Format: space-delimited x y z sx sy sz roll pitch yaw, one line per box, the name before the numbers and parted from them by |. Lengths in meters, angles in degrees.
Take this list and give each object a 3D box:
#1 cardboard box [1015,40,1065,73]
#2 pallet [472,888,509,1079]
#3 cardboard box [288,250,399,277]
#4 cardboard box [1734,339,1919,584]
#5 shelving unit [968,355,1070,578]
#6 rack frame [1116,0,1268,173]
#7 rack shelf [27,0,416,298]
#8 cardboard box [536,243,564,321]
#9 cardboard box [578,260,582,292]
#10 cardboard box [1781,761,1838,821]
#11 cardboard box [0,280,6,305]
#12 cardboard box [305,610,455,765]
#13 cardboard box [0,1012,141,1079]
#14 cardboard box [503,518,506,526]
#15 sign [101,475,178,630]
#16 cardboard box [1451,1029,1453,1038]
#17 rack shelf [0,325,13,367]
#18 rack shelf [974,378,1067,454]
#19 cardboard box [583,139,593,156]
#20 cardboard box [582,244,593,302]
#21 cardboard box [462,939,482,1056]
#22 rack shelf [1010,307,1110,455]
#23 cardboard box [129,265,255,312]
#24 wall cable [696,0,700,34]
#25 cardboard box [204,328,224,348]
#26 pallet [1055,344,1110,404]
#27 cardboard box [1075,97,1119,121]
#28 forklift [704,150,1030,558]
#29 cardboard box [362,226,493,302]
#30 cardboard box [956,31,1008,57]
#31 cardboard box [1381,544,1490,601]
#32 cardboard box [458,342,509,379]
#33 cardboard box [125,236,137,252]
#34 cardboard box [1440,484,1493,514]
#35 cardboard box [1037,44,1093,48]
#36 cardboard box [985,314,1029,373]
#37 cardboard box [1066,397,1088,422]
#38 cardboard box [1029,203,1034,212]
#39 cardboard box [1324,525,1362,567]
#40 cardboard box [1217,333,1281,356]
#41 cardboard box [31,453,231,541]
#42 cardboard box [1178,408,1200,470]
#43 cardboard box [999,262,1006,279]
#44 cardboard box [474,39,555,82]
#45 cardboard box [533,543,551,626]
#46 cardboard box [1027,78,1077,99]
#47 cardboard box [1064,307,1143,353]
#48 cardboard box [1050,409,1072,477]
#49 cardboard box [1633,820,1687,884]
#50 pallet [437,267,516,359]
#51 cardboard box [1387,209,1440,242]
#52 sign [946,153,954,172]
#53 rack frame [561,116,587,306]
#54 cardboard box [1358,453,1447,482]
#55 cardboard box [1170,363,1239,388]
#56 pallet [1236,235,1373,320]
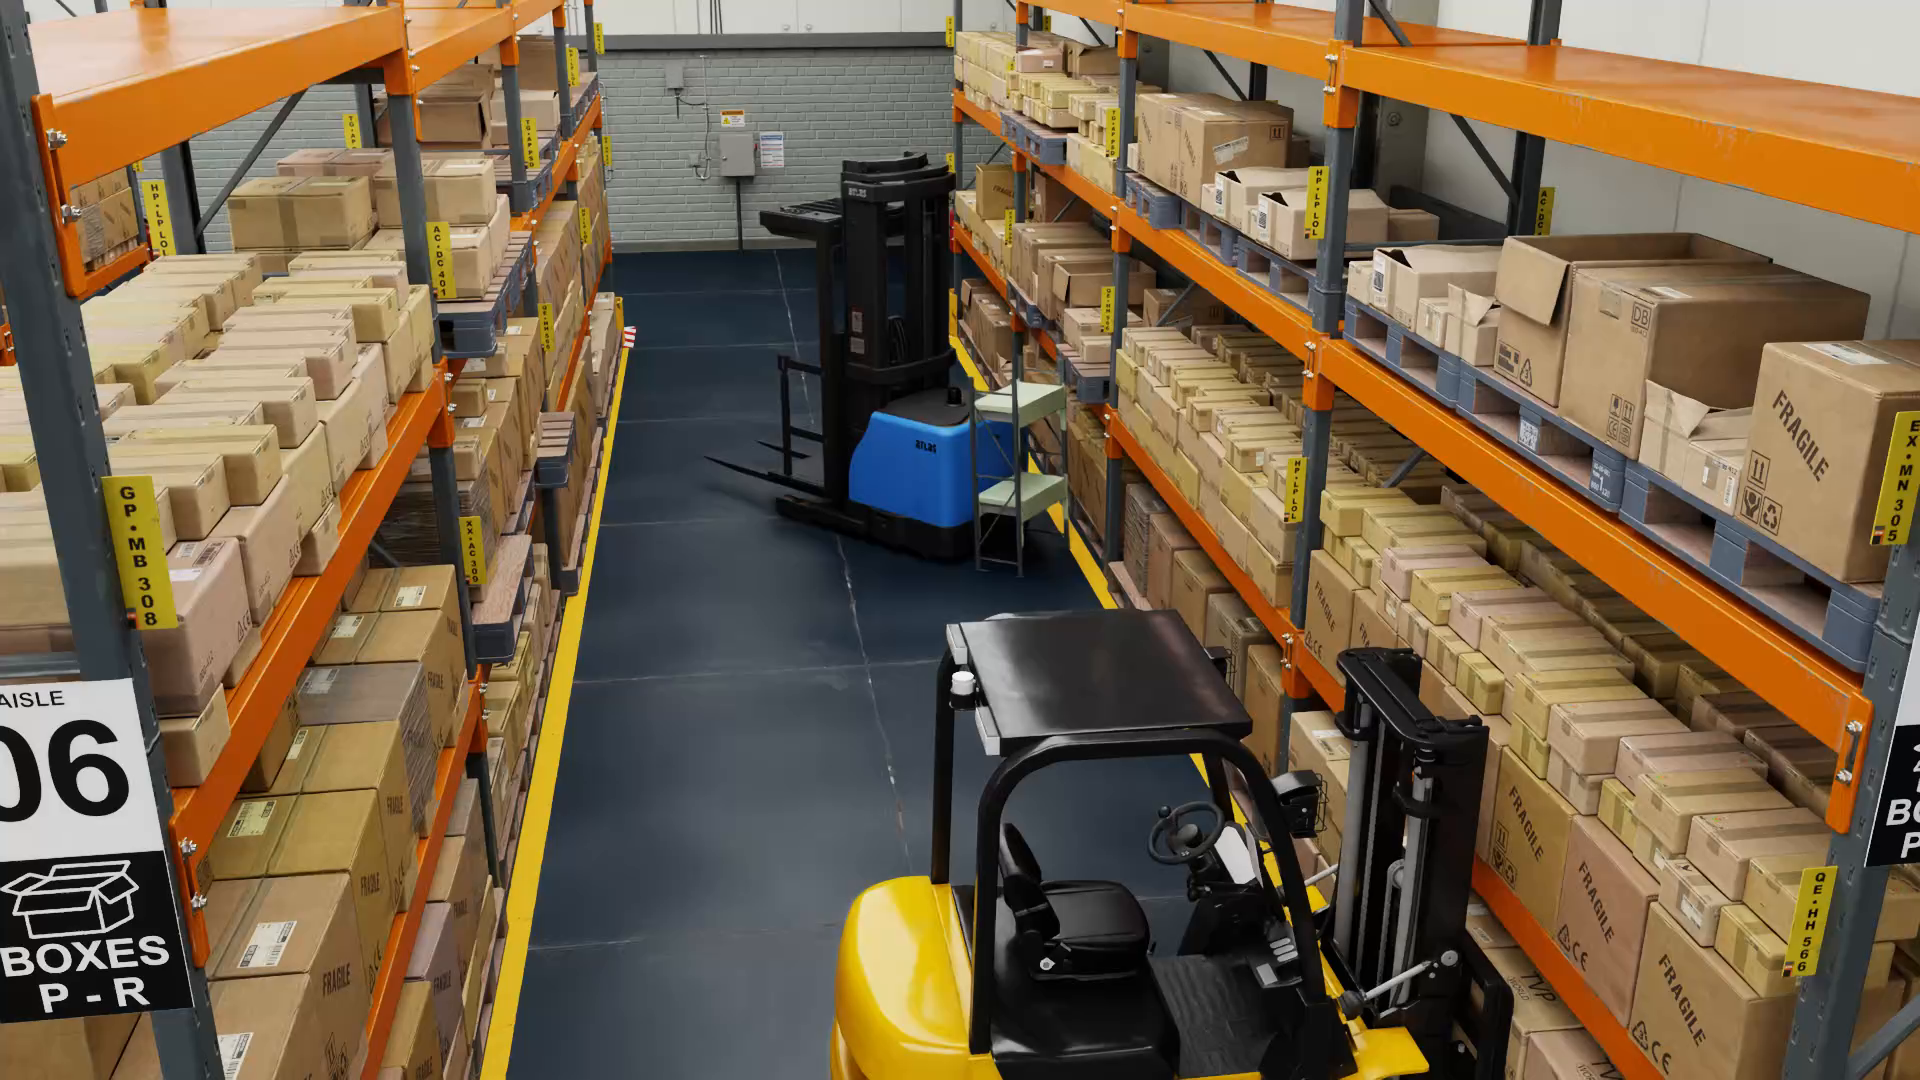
cardboard box | 0.703 -4.279 14.699 0.396 0.266 0.258 -3 21 -8
pallet | -2.621 2.022 7.502 1.003 0.211 1.213 -3 21 -8
cardboard box | -2.491 -1.078 6.747 0.380 0.149 0.250 -2 21 -7
cardboard box | 2.430 -0.219 4.341 0.500 0.500 0.500 -2 21 -6
shelving unit | 0.456 -0.563 12.548 0.431 1.500 0.755 9 22 30
rack frame | 1.582 -3.962 10.964 1.000 3.000 0.127 -3 21 -8
rack shelf | -2.465 -1.295 4.854 1.077 0.370 4.000 -3 21 -8
cardboard box | -3.299 -1.950 12.577 0.500 0.500 0.500 -2 21 -6
cardboard box | -3.602 -2.309 14.610 0.500 0.250 0.500 -3 21 -8
cardboard box | 2.841 0.818 5.244 0.380 0.149 0.250 -3 21 -7
cardboard box | -8.612 -2.371 14.709 0.500 0.500 0.500 -3 21 -9
cardboard box | -2.362 0.618 6.707 0.500 0.500 0.500 -2 21 -6
cardboard box | -2.466 1.049 4.123 0.700 0.500 0.500 -3 21 -9
cardboard box | -2.693 -0.160 9.116 0.380 0.149 0.250 -3 21 -7
sign | -1.640 0.028 3.319 0.100 0.325 0.005 -3 21 -8
cardboard box | 2.130 1.797 6.733 0.500 0.250 0.500 -3 21 -8
rack shelf | -8.502 -0.971 12.557 1.077 0.370 4.000 -3 21 -8
rack shelf | 0.439 -0.932 12.421 0.431 0.370 0.720 9 22 30
cardboard box | -4.057 -4.114 17.445 0.380 0.149 0.250 -2 21 -7
cardboard box | -3.715 -2.508 15.500 0.500 0.500 0.500 -2 21 -6
cardboard box | -2.315 1.951 7.035 0.500 0.250 0.500 -3 21 -9
rack shelf | 1.293 -1.507 13.993 1.077 0.370 4.000 -3 21 -8
cardboard box | -2.964 -0.962 6.438 0.380 0.149 0.250 -2 21 -6
wall cable | -4.837 -8.473 23.040 2.355 3.000 0.029 -3 21 -8
cardboard box | -2.877 -0.645 6.159 0.500 0.250 0.500 -3 21 -8
pallet | 1.414 -1.293 12.666 1.213 0.211 1.003 -3 21 -8
cardboard box | 1.091 -3.279 12.641 0.380 0.149 0.250 -3 21 -9
forklift | -0.884 -1.643 13.427 3.031 2.935 1.130 17 26 38
cardboard box | -2.441 -1.270 7.655 0.500 0.250 0.500 -3 21 -9
cardboard box | 0.244 -5.464 18.346 0.500 0.250 0.500 -3 21 -8
cardboard box | 2.019 0.136 7.069 0.380 0.149 0.250 -2 21 -7
cardboard box | -2.815 -1.035 9.604 0.380 0.149 0.250 -4 21 -10
cardboard box | -9.040 -3.169 17.773 0.380 0.149 0.250 -3 21 -8
cardboard box | 2.503 -0.162 7.867 0.380 0.149 0.250 -3 21 -8
cardboard box | 1.052 -4.785 16.529 0.500 0.250 0.500 -3 21 -8
cardboard box | 0.657 -2.074 17.453 0.700 0.500 0.500 -4 21 -10
cardboard box | 1.096 -1.100 13.920 0.380 0.149 0.250 -4 21 -10
cardboard box | 0.897 -3.495 18.075 0.500 0.250 0.500 -2 21 -6
cardboard box | 1.944 0.006 7.843 0.380 0.149 0.250 -3 21 -9
cardboard box | 1.977 -1.315 11.380 0.380 0.149 0.250 -2 21 -6
cardboard box | -2.053 -0.101 4.132 0.380 0.149 0.250 -3 21 -8
cardboard box | 1.631 -0.619 10.086 0.500 0.250 0.500 -3 21 -7
cardboard box | 0.589 -2.695 16.503 0.380 0.149 0.250 -2 21 -6
cardboard box | -4.133 -4.448 15.659 0.797 0.503 0.637 -1 21 -4
cardboard box | -3.258 0.330 11.201 0.950 0.372 0.625 -4 21 -11
cardboard box | 0.781 -3.815 14.048 0.380 0.149 0.250 -3 21 -9
cardboard box | 1.109 -1.627 12.900 0.500 0.250 0.500 -4 21 -10
cardboard box | 1.075 -0.847 14.169 0.500 0.500 0.500 -4 21 -10
cardboard box | 2.365 0.981 5.231 0.380 0.149 0.250 -3 21 -7
pallet | -2.737 -1.052 7.726 1.213 0.211 1.003 -3 21 -8
cardboard box | 2.230 -1.602 8.547 0.380 0.149 0.250 -3 21 -8
sign | -0.109 -4.300 19.204 0.100 0.325 0.005 -3 21 -8
rack frame | -3.906 -2.285 15.048 1.000 3.000 0.127 -3 21 -8
cardboard box | 2.333 -0.346 8.785 0.380 0.149 0.250 -4 21 -10
cardboard box | 1.554 -1.022 10.595 0.380 0.149 0.250 -3 21 -7
pallet | 2.018 -1.387 8.630 0.805 0.209 1.217 -4 21 -10
